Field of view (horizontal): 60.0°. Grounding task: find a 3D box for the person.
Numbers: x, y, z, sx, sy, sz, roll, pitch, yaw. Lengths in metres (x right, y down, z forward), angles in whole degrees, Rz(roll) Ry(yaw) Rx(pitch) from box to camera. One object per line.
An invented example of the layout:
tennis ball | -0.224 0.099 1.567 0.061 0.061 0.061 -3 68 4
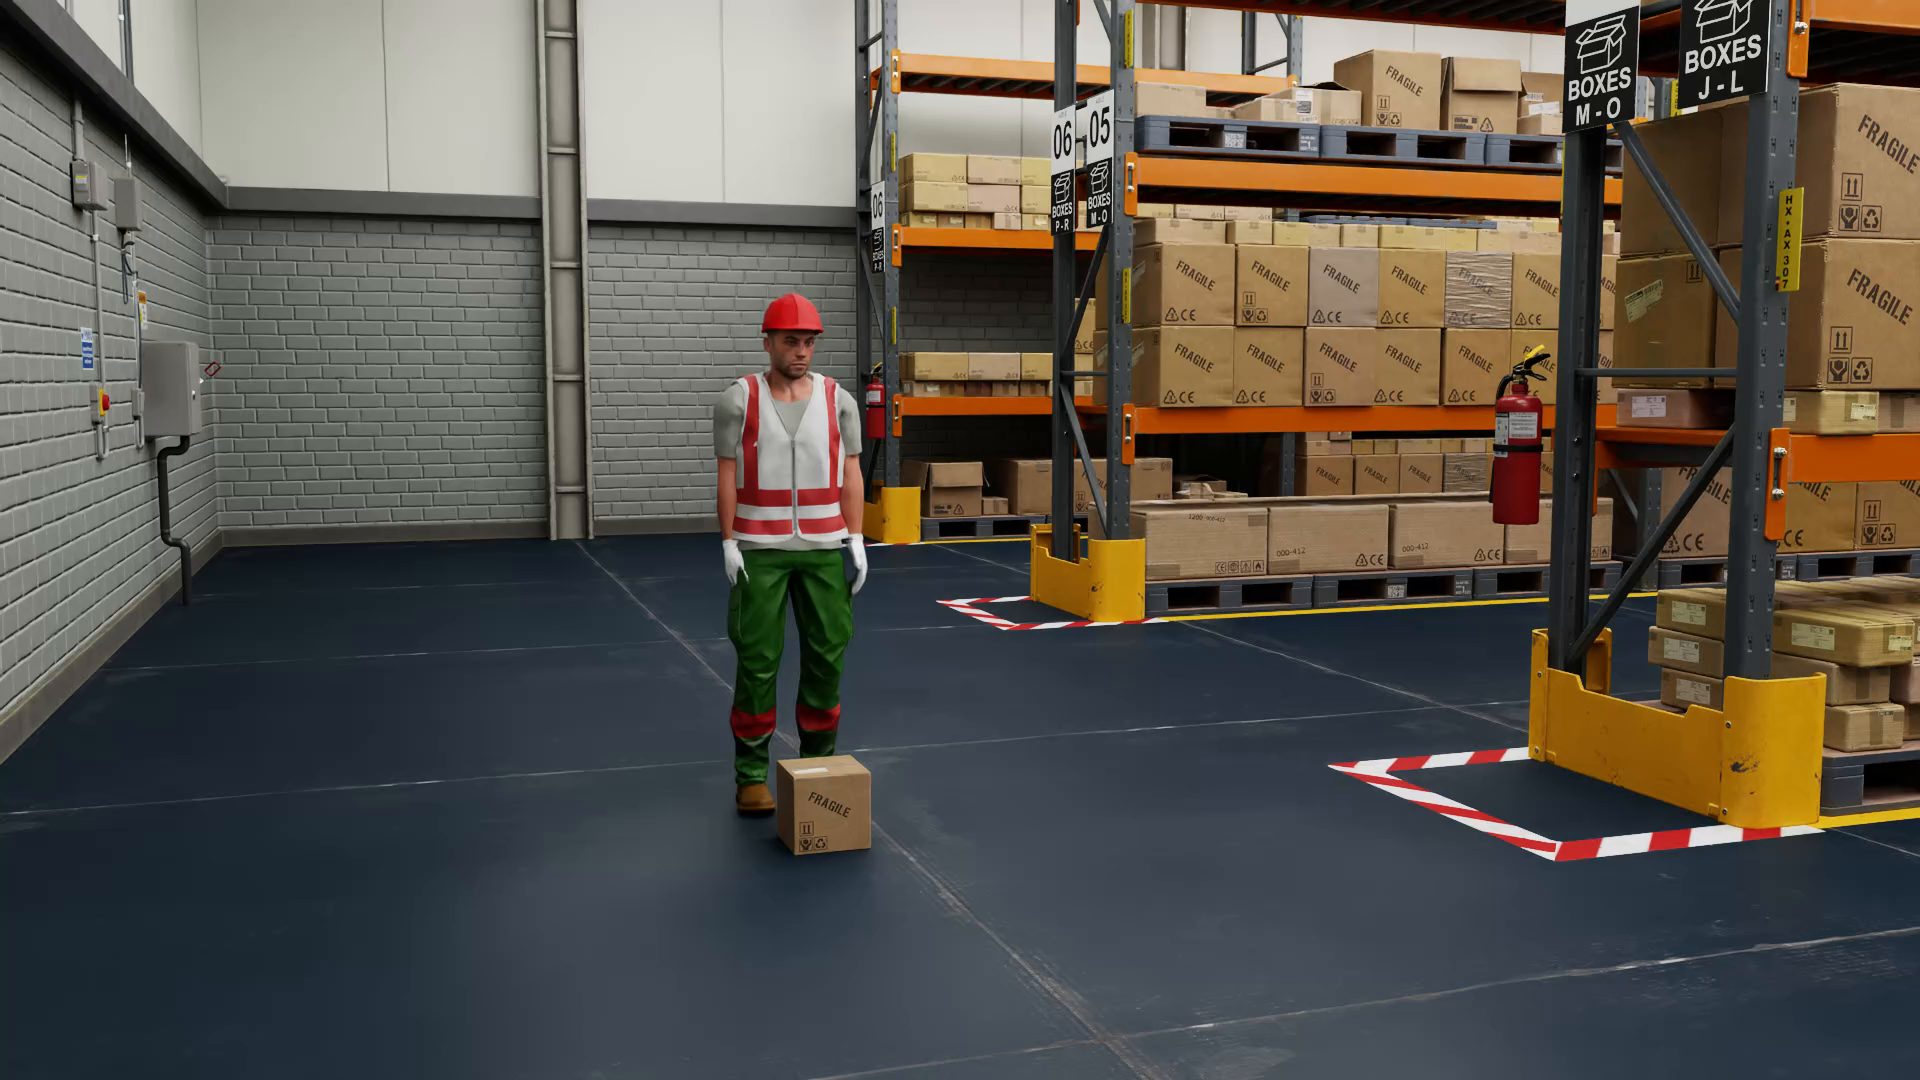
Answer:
person | -0.582 0.042 5.773 0.527 1.780 0.352 -2 6 -18
